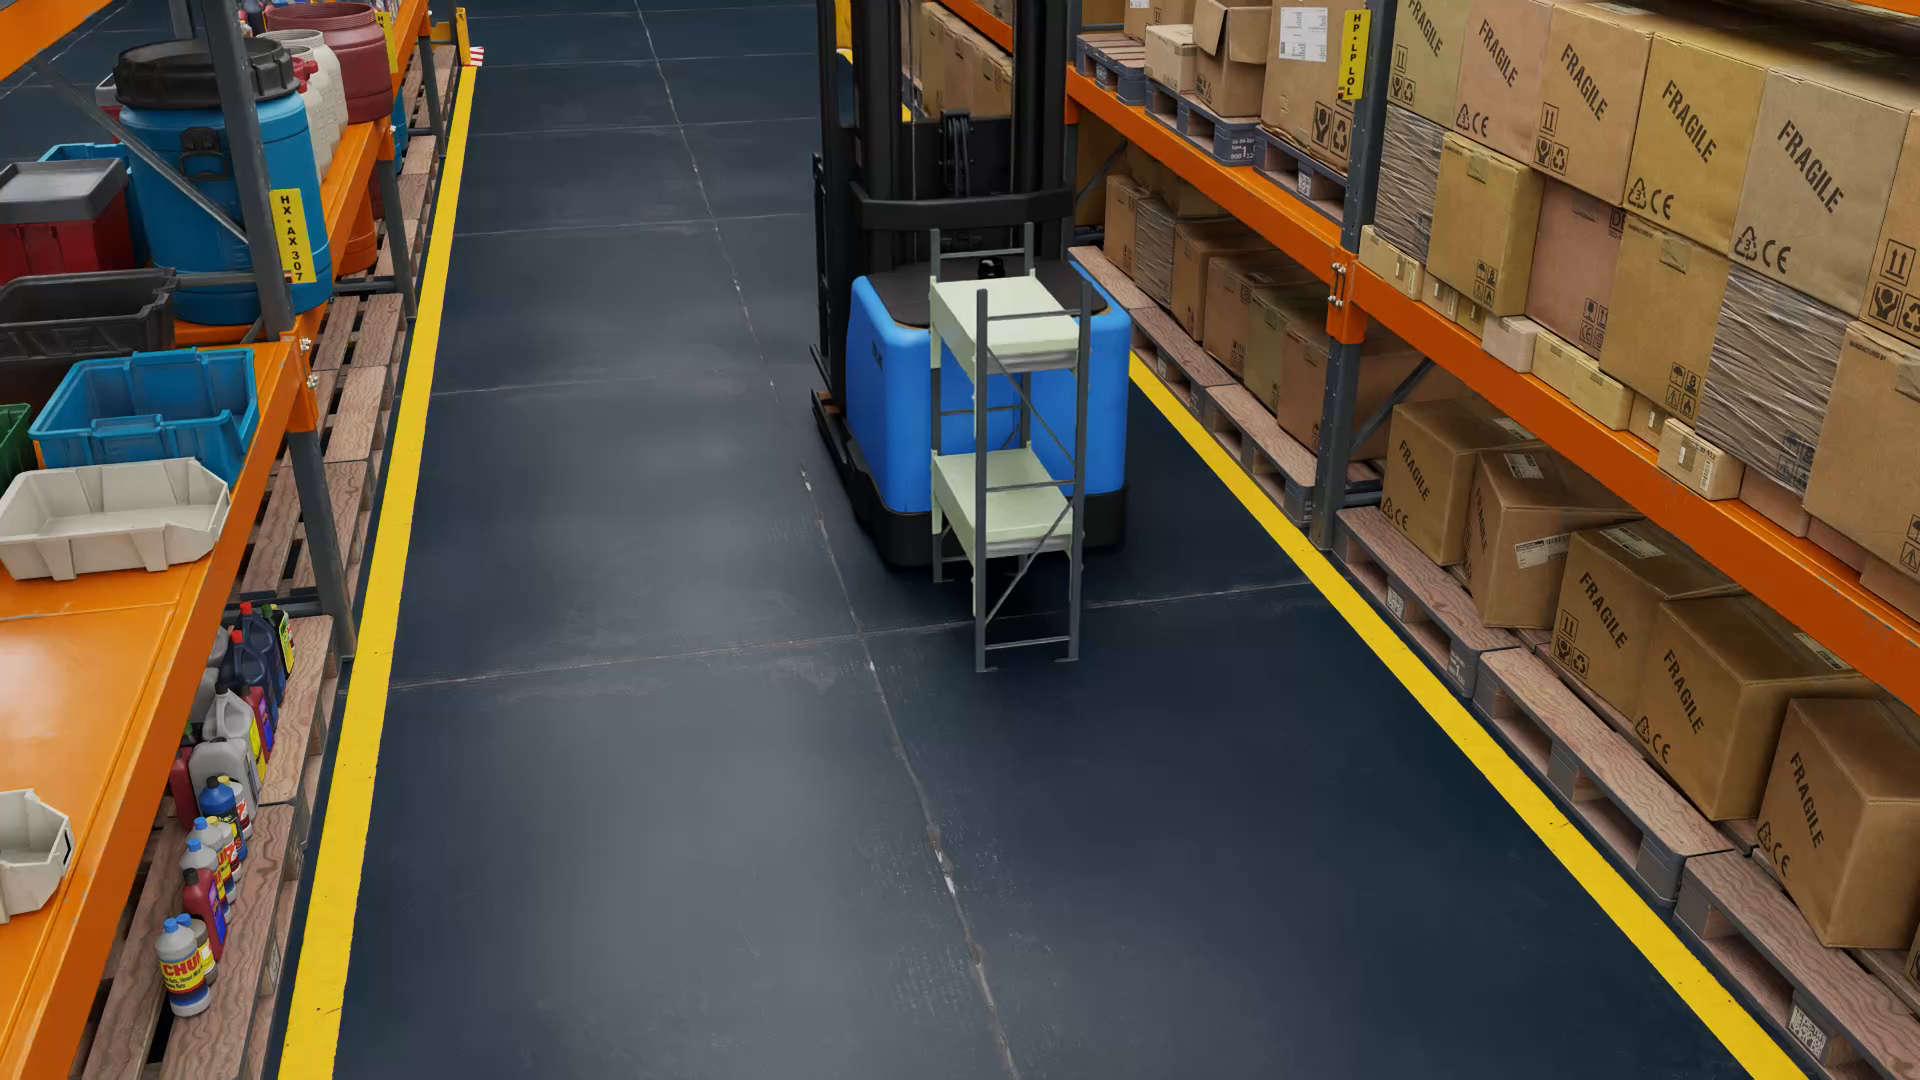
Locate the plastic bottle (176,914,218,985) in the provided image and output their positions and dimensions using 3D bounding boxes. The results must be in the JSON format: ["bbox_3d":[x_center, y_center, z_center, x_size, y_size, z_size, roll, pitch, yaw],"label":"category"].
[{"bbox_3d":[-2.035,1.079,4.401,0.097,0.201,0.097,0,27,0],"label":"plastic bottle"}]

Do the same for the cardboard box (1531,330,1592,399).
[{"bbox_3d":[2.078,-0.576,5.342,0.380,0.149,0.250,-6,27,-12],"label":"cardboard box"}]

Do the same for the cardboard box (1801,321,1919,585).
[{"bbox_3d":[2.592,-0.233,3.941,0.875,0.500,0.500,-6,27,-12],"label":"cardboard box"}]

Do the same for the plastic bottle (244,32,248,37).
[{"bbox_3d":[-4.387,-3.026,10.136,0.097,0.201,0.097,0,27,0],"label":"plastic bottle"}]

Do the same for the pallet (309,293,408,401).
[{"bbox_3d":[-3.573,-1.024,9.044,1.003,0.211,1.213,-6,27,-12],"label":"pallet"}]

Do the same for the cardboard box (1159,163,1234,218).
[{"bbox_3d":[1.425,-2.008,9.353,0.500,0.250,0.500,-3,27,-6],"label":"cardboard box"}]

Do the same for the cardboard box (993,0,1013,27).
[{"bbox_3d":[0.536,-3.799,11.337,0.500,0.500,0.500,-7,28,-13],"label":"cardboard box"}]

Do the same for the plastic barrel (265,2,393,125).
[{"bbox_3d":[-3.310,-2.501,8.724,0.600,0.536,0.708,-6,27,-12],"label":"plastic barrel"}]

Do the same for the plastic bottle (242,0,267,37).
[{"bbox_3d":[-4.470,-3.301,10.516,0.144,0.351,0.185,-6,27,-12],"label":"plastic bottle"}]

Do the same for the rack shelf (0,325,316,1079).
[{"bbox_3d":[-2.358,0.342,4.041,1.077,0.370,4.000,-6,27,-12],"label":"rack shelf"}]

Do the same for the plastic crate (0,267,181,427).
[{"bbox_3d":[-2.814,-0.586,5.152,0.767,0.338,0.504,-6,27,-12],"label":"plastic crate"}]

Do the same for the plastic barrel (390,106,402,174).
[{"bbox_3d":[-4.346,-3.068,11.862,0.600,0.901,0.708,-6,27,-12],"label":"plastic barrel"}]

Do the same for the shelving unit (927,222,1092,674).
[{"bbox_3d":[0.168,-0.351,6.281,0.431,1.500,0.755,-6,27,-12],"label":"shelving unit"}]

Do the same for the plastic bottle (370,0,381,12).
[{"bbox_3d":[-3.708,-3.295,10.579,0.061,0.283,0.133,-6,27,-12],"label":"plastic bottle"}]

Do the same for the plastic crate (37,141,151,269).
[{"bbox_3d":[-3.360,-1.302,6.519,0.392,0.384,0.575,-6,27,-12],"label":"plastic crate"}]

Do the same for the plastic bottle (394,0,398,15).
[{"bbox_3d":[-4.012,-3.791,11.570,0.152,0.276,0.135,-6,27,-12],"label":"plastic bottle"}]

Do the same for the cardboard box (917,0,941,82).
[{"bbox_3d":[0.143,-4.409,14.547,0.875,0.875,0.875,-6,27,-12],"label":"cardboard box"}]

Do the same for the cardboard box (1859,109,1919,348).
[{"bbox_3d":[2.435,-0.663,3.683,0.500,0.500,0.500,-6,27,-12],"label":"cardboard box"}]

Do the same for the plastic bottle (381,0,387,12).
[{"bbox_3d":[-3.837,-3.493,10.896,0.144,0.351,0.185,-6,27,-12],"label":"plastic bottle"}]

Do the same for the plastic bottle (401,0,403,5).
[{"bbox_3d":[-4.125,-4.013,12.009,0.152,0.276,0.135,-6,27,-12],"label":"plastic bottle"}]

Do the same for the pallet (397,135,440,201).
[{"bbox_3d":[-4.478,-2.781,12.525,1.003,0.211,1.213,-6,27,-12],"label":"pallet"}]

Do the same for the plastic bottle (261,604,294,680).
[{"bbox_3d":[-2.379,0.337,5.779,0.061,0.283,0.133,-5,27,-9],"label":"plastic bottle"}]

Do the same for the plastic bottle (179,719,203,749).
[{"bbox_3d":[-2.361,0.661,5.138,0.061,0.283,0.133,-6,27,-12],"label":"plastic bottle"}]

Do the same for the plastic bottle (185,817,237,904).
[{"bbox_3d":[-2.112,0.899,4.680,0.097,0.271,0.097,0,27,0],"label":"plastic bottle"}]

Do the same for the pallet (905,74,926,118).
[{"bbox_3d":[0.119,-3.969,14.879,1.003,0.211,1.213,-6,27,-12],"label":"pallet"}]

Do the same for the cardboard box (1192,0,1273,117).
[{"bbox_3d":[1.536,-2.345,7.986,0.797,0.503,0.637,-3,27,-6],"label":"cardboard box"}]

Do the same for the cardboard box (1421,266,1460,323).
[{"bbox_3d":[1.899,-0.905,5.992,0.380,0.149,0.250,-6,27,-12],"label":"cardboard box"}]

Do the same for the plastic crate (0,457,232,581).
[{"bbox_3d":[-2.196,-0.052,4.317,0.530,0.136,0.437,-6,27,-12],"label":"plastic crate"}]

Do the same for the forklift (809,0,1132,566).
[{"bbox_3d":[-0.130,-1.843,7.650,1.130,2.935,3.031,-6,27,-12],"label":"forklift"}]

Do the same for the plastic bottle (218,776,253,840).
[{"bbox_3d":[-2.180,0.796,4.961,0.097,0.201,0.097,0,27,0],"label":"plastic bottle"}]

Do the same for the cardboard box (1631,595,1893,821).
[{"bbox_3d":[2.503,0.513,5.212,0.500,0.500,0.500,-3,27,-7],"label":"cardboard box"}]

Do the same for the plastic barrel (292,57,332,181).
[{"bbox_3d":[-3.073,-1.872,7.479,0.433,0.535,0.433,0,27,0],"label":"plastic barrel"}]

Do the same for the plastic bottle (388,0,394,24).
[{"bbox_3d":[-3.929,-3.631,11.252,0.152,0.276,0.135,-6,27,-12],"label":"plastic bottle"}]

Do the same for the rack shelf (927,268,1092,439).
[{"bbox_3d":[0.168,-0.699,6.105,0.431,0.370,0.720,-6,27,-12],"label":"rack shelf"}]

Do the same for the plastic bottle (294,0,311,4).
[{"bbox_3d":[-4.521,-3.680,11.351,0.152,0.276,0.135,-6,27,-12],"label":"plastic bottle"}]

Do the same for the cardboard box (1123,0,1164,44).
[{"bbox_3d":[1.276,-3.115,9.515,0.500,0.500,0.500,-9,28,-18],"label":"cardboard box"}]

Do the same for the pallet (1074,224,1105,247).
[{"bbox_3d":[1.011,-2.225,11.423,1.003,0.211,1.213,-6,27,-12],"label":"pallet"}]

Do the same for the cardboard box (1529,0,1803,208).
[{"bbox_3d":[2.097,-1.321,4.988,0.500,0.500,0.500,-6,27,-12],"label":"cardboard box"}]

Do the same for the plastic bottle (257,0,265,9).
[{"bbox_3d":[-4.487,-3.343,10.673,0.061,0.283,0.133,-6,27,-12],"label":"plastic bottle"}]

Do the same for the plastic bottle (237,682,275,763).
[{"bbox_3d":[-2.262,0.564,5.329,0.061,0.283,0.133,-4,27,-8],"label":"plastic bottle"}]

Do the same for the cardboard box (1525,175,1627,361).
[{"bbox_3d":[2.347,-0.901,5.265,0.875,0.500,0.500,-6,27,-12],"label":"cardboard box"}]

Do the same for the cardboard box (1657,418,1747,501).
[{"bbox_3d":[2.213,-0.244,4.682,0.380,0.149,0.250,-6,27,-12],"label":"cardboard box"}]

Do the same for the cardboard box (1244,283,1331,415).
[{"bbox_3d":[1.811,-0.923,8.036,0.700,0.500,0.500,-6,27,-12],"label":"cardboard box"}]

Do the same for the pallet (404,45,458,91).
[{"bbox_3d":[-5.365,-4.514,15.959,1.003,0.211,1.213,-6,27,-12],"label":"pallet"}]

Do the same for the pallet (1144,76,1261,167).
[{"bbox_3d":[1.602,-2.165,8.424,1.003,0.211,1.213,-6,27,-12],"label":"pallet"}]

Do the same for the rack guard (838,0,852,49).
[{"bbox_3d":[-0.693,-5.522,17.636,1.175,0.500,0.348,-6,27,-12],"label":"rack guard"}]

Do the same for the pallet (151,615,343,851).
[{"bbox_3d":[-2.698,0.687,5.654,1.003,0.211,1.213,-6,27,-12],"label":"pallet"}]

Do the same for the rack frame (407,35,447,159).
[{"bbox_3d":[-4.611,-4.369,12.577,1.000,3.000,0.127,-6,27,-12],"label":"rack frame"}]

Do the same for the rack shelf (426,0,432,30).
[{"bbox_3d":[-5.062,-4.926,14.478,1.077,0.370,4.000,-6,27,-12],"label":"rack shelf"}]

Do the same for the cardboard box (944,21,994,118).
[{"bbox_3d":[0.580,-3.440,12.628,1.225,0.875,0.875,-7,28,-13],"label":"cardboard box"}]

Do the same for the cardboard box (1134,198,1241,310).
[{"bbox_3d":[1.424,-1.662,9.500,0.700,0.500,0.500,-8,28,-16],"label":"cardboard box"}]

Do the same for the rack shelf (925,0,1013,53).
[{"bbox_3d":[0.665,-3.673,11.996,1.077,0.370,4.000,-6,27,-12],"label":"rack shelf"}]

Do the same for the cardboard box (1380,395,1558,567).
[{"bbox_3d":[2.068,-0.252,6.728,0.500,0.500,0.500,-7,28,-13],"label":"cardboard box"}]

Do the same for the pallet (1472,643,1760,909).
[{"bbox_3d":[2.481,0.713,5.603,1.003,0.211,1.213,-6,27,-12],"label":"pallet"}]

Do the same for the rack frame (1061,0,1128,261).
[{"bbox_3d":[1.116,-3.116,10.094,1.000,3.000,0.127,-6,27,-12],"label":"rack frame"}]

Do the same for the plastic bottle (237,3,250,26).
[{"bbox_3d":[-4.474,-3.197,10.384,0.061,0.283,0.133,-6,27,-12],"label":"plastic bottle"}]

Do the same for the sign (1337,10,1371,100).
[{"bbox_3d":[1.477,-1.819,6.239,0.100,0.325,0.005,-6,27,-12],"label":"sign"}]

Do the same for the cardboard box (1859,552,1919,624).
[{"bbox_3d":[2.450,0.079,4.044,0.380,0.149,0.250,-6,27,-12],"label":"cardboard box"}]
